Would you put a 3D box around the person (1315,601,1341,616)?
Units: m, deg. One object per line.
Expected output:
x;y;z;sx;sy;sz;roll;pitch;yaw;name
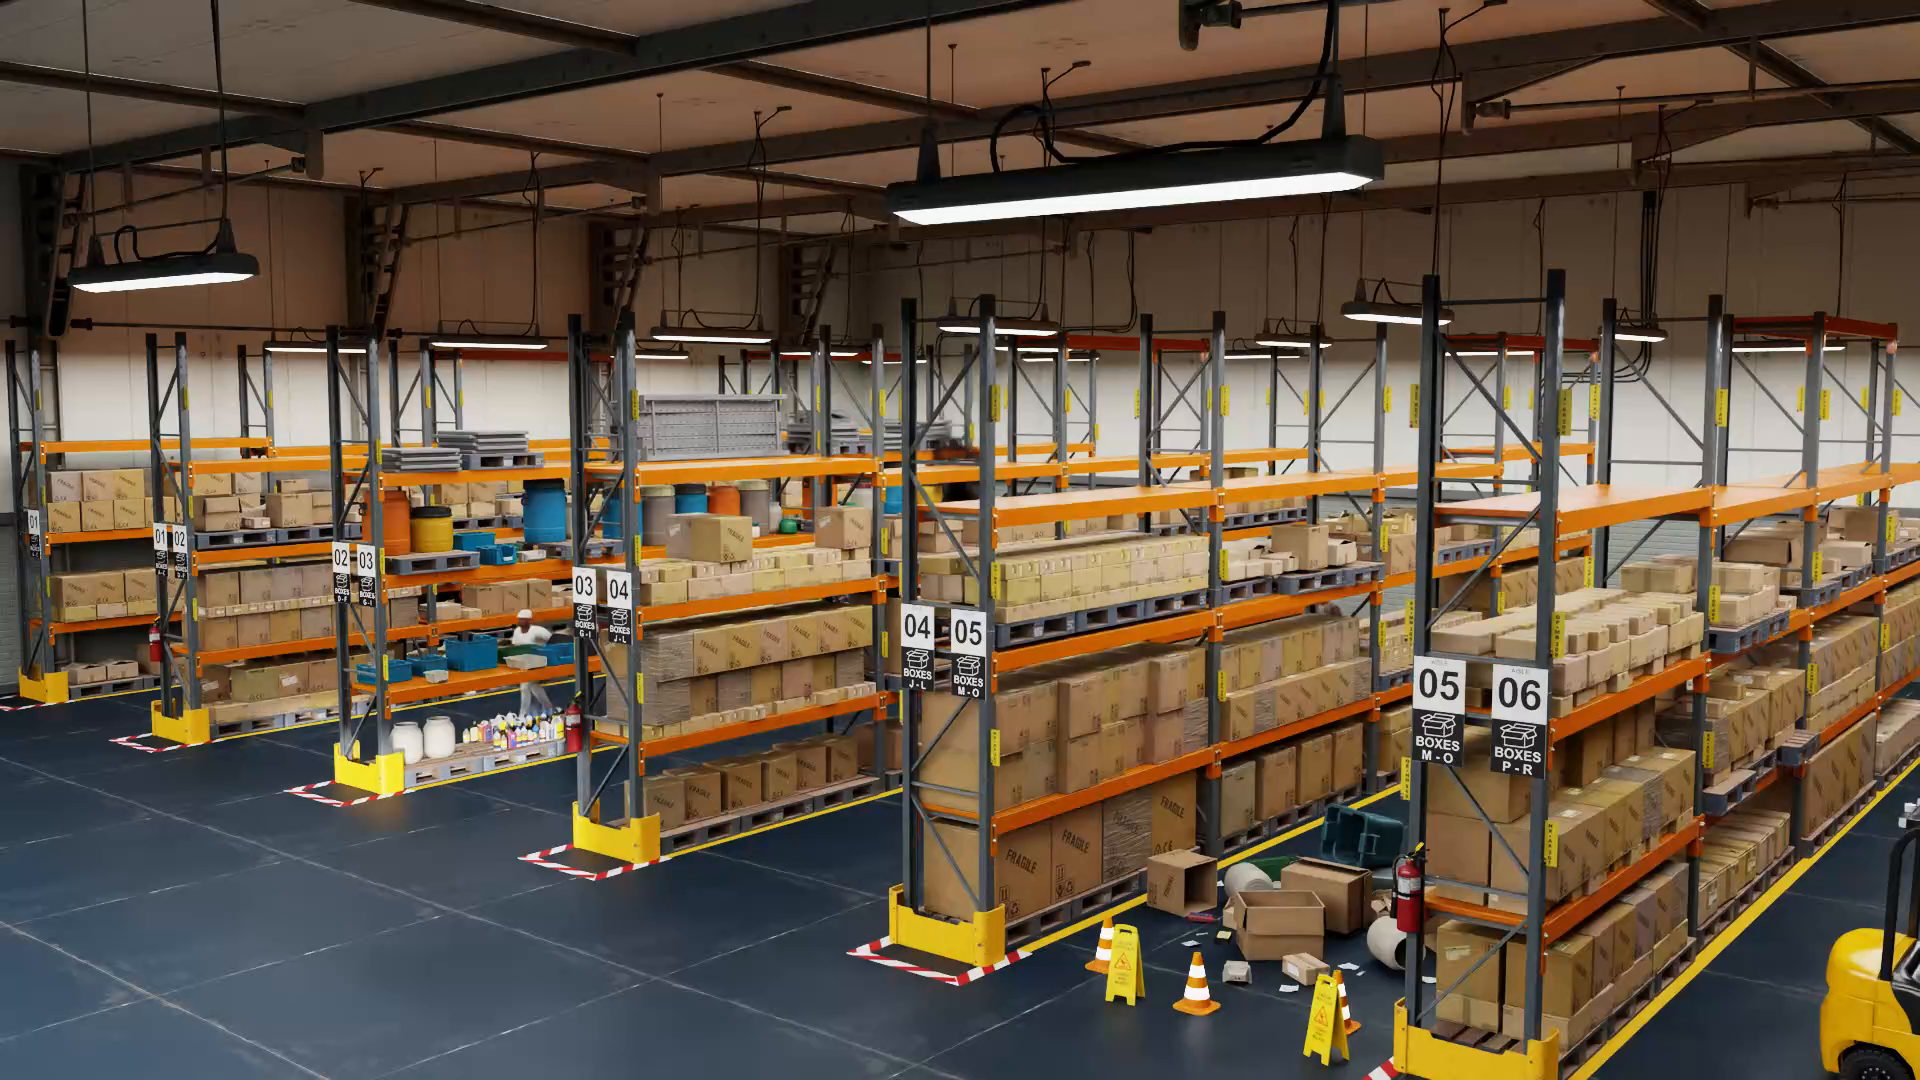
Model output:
6.198;1.733;28.463;0.681;1.837;0.829;3;6;28;person

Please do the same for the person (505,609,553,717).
-6.664;1.956;25.799;0.640;1.796;0.890;4;7;38;person
